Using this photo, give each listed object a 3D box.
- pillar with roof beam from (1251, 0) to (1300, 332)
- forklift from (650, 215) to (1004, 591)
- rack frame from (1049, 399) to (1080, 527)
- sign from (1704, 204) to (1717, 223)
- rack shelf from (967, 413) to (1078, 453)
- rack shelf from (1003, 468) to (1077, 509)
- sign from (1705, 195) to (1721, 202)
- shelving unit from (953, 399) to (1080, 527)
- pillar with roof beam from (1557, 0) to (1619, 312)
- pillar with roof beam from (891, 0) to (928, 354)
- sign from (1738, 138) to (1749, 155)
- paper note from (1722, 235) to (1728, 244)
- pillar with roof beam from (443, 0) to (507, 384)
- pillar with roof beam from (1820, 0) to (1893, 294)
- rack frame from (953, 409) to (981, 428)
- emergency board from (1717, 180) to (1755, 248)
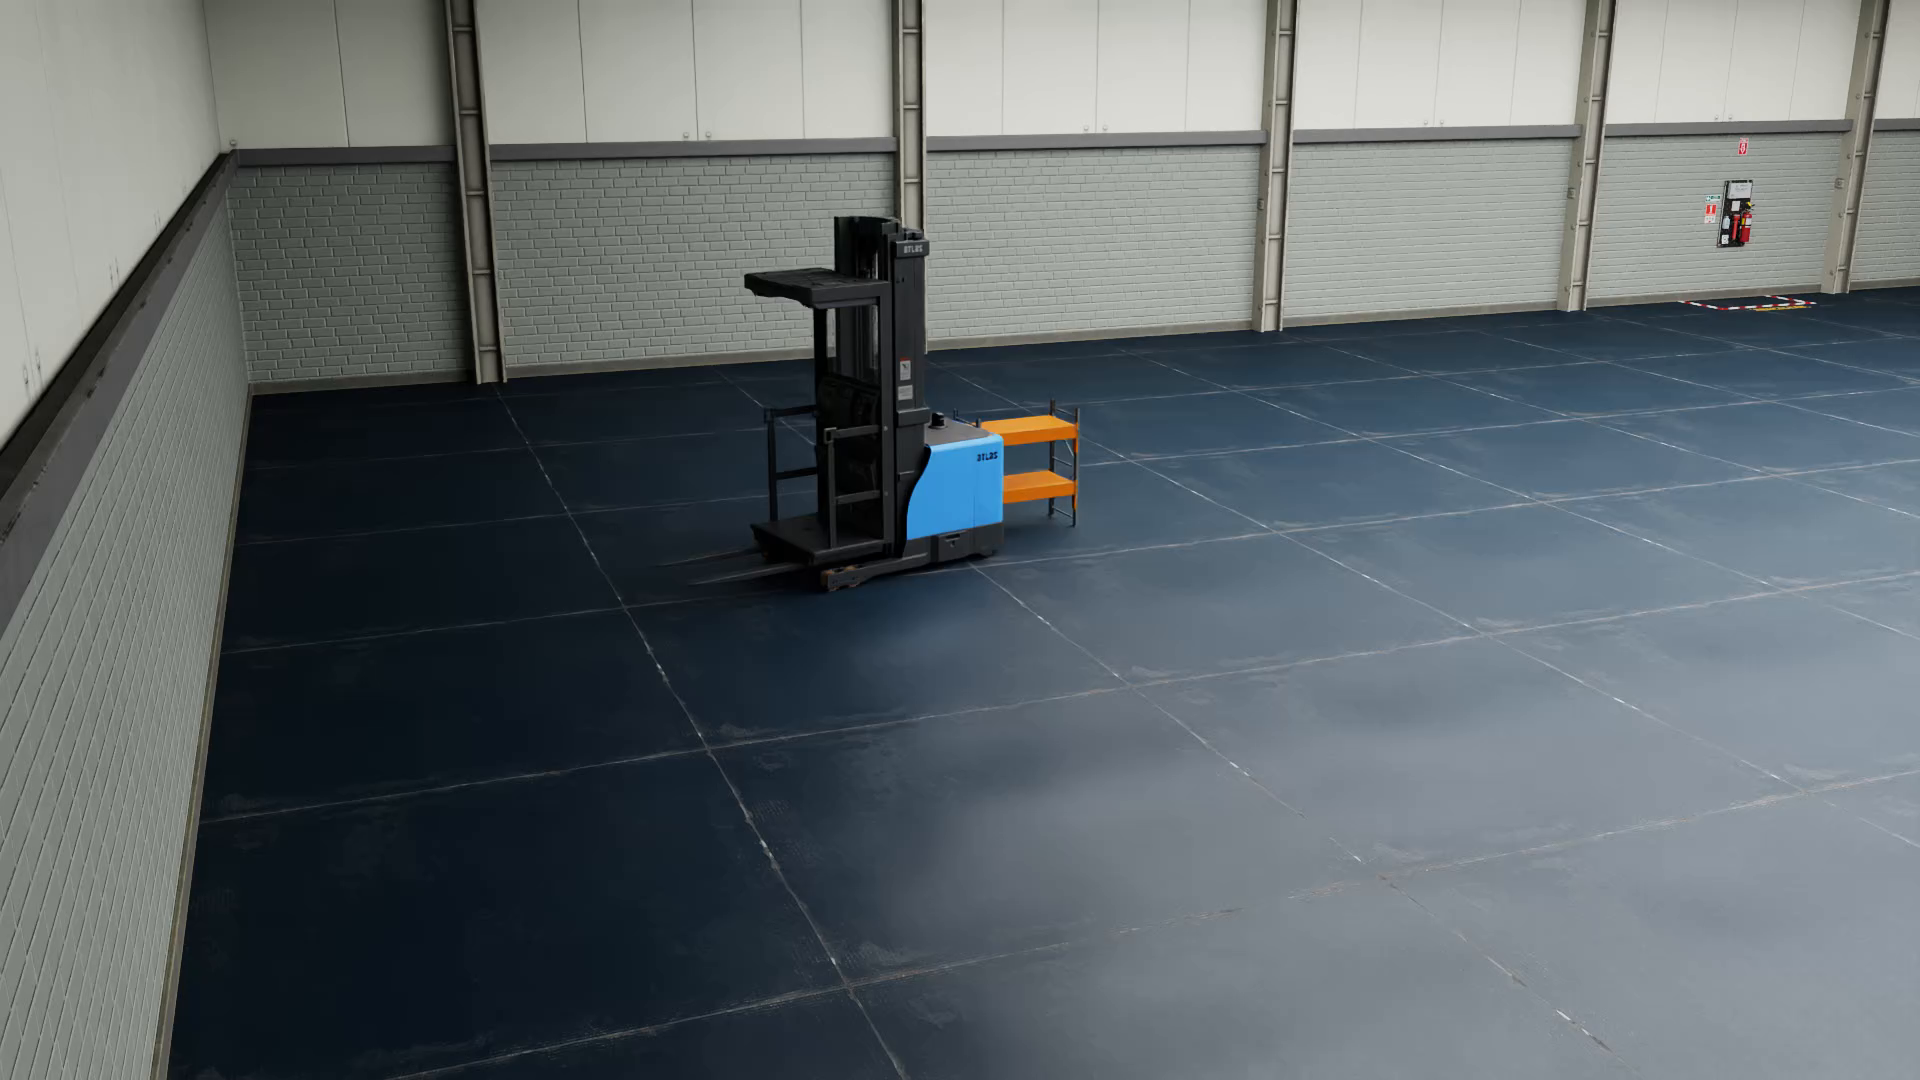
[{"bbox_3d":[6.429,-6.535,21.379,0.400,9.000,9.100,-6,17,-20],"label":"pillar with roof beam"},{"bbox_3d":[-1.111,-1.155,13.831,3.031,2.935,1.130,-11,20,-33],"label":"forklift"},{"bbox_3d":[0.974,-0.722,15.562,0.032,1.125,0.500,-8,18,-25],"label":"rack frame"},{"bbox_3d":[13.219,-5.748,29.285,0.234,0.329,0.001,-6,17,-20],"label":"sign"},{"bbox_3d":[0.519,-0.940,15.263,1.000,0.278,0.538,-8,18,-25],"label":"rack shelf"},{"bbox_3d":[0.519,-0.424,15.415,1.000,0.278,0.538,-8,18,-25],"label":"rack shelf"},{"bbox_3d":[13.227,-6.000,29.204,0.331,0.109,0.001,-6,17,-20],"label":"sign"},{"bbox_3d":[0.519,-0.659,15.346,1.048,1.125,0.538,-8,18,-25],"label":"shelving unit"},{"bbox_3d":[12.031,-7.139,23.439,0.400,9.000,9.100,-6,17,-20],"label":"pillar with roof beam"},{"bbox_3d":[0.826,-5.930,19.320,0.400,9.000,9.100,-6,17,-20],"label":"pillar with roof beam"},{"bbox_3d":[13.729,-6.897,29.147,0.199,0.298,0.001,-6,17,-20],"label":"sign"},{"bbox_3d":[13.582,-5.337,29.513,0.142,0.148,0.016,-6,17,-20],"label":"paper note"},{"bbox_3d":[-4.777,-5.325,17.260,0.400,9.000,9.100,-6,17,-20],"label":"pillar with roof beam"},{"bbox_3d":[17.634,-7.744,25.499,0.400,9.000,9.100,-6,17,-20],"label":"pillar with roof beam"},{"bbox_3d":[0.063,-0.595,15.129,0.032,1.125,0.500,-8,18,-25],"label":"rack frame"},{"bbox_3d":[13.772,-5.760,29.387,0.643,1.169,0.194,-6,17,-20],"label":"emergency board"}]
